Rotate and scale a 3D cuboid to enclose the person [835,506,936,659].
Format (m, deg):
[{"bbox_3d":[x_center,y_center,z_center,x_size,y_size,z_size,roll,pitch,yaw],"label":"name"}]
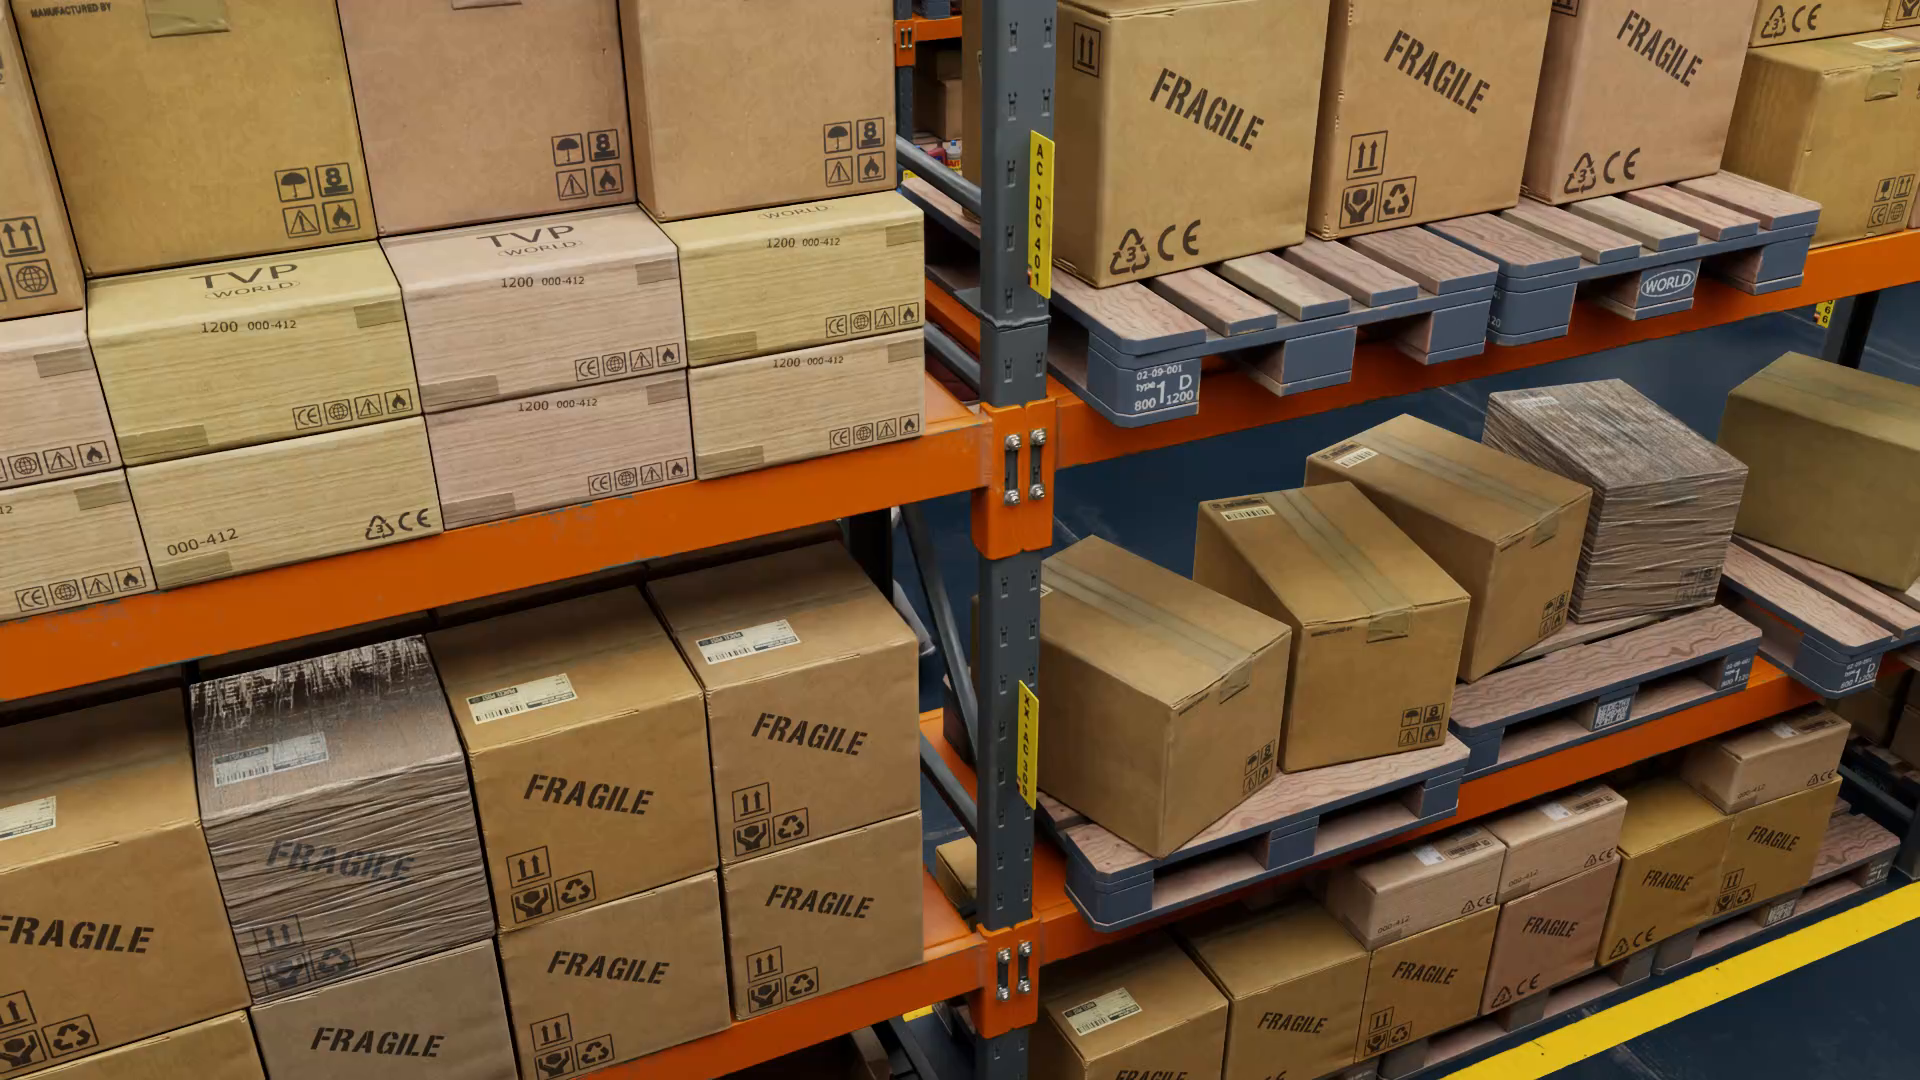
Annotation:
[{"bbox_3d":[-0.398,-0.089,7.247,0.536,1.679,0.497,10,31,17],"label":"person"}]
